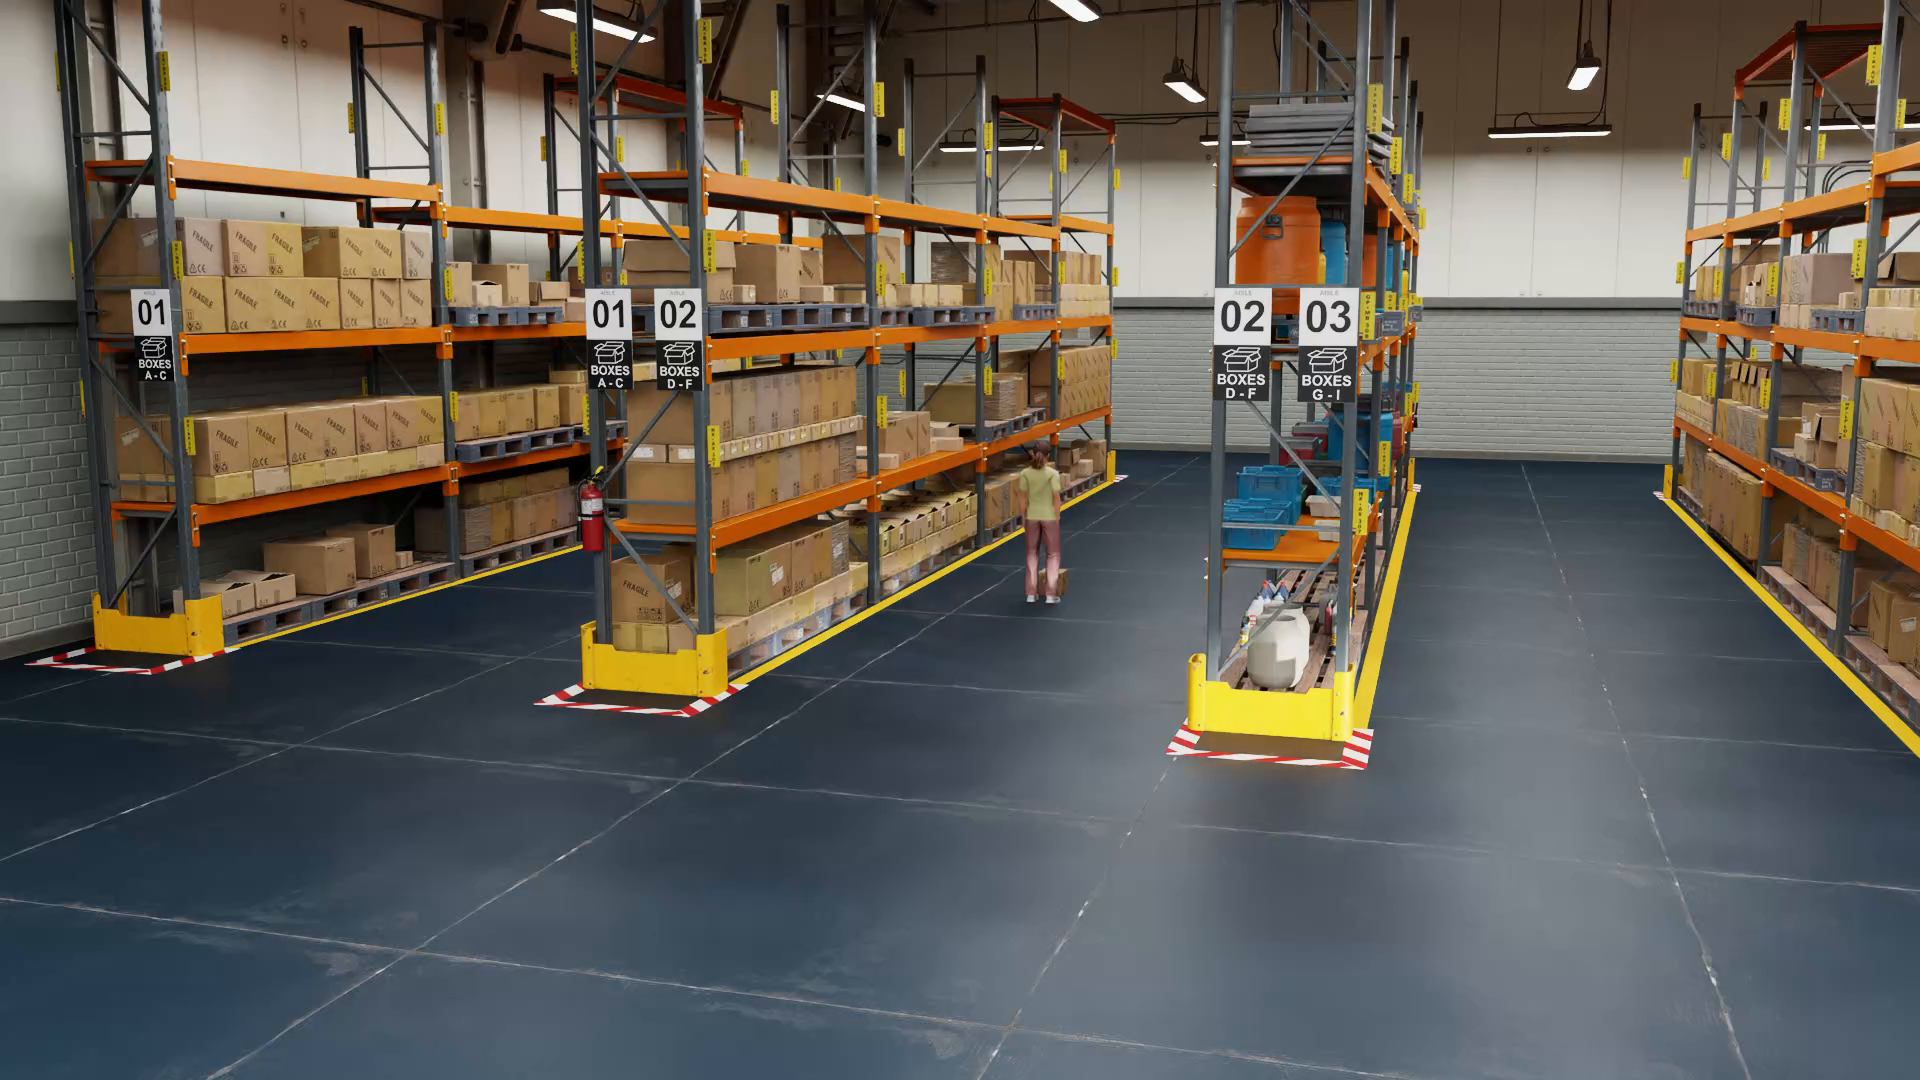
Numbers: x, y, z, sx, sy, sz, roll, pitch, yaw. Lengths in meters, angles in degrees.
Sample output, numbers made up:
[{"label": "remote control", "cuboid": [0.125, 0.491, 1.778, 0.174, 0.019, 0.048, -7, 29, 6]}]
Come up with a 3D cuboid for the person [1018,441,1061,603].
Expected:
[{"label": "person", "cuboid": [0.826, -0.181, 17.127, 0.450, 1.672, 0.359, 3, 9, 17]}]
